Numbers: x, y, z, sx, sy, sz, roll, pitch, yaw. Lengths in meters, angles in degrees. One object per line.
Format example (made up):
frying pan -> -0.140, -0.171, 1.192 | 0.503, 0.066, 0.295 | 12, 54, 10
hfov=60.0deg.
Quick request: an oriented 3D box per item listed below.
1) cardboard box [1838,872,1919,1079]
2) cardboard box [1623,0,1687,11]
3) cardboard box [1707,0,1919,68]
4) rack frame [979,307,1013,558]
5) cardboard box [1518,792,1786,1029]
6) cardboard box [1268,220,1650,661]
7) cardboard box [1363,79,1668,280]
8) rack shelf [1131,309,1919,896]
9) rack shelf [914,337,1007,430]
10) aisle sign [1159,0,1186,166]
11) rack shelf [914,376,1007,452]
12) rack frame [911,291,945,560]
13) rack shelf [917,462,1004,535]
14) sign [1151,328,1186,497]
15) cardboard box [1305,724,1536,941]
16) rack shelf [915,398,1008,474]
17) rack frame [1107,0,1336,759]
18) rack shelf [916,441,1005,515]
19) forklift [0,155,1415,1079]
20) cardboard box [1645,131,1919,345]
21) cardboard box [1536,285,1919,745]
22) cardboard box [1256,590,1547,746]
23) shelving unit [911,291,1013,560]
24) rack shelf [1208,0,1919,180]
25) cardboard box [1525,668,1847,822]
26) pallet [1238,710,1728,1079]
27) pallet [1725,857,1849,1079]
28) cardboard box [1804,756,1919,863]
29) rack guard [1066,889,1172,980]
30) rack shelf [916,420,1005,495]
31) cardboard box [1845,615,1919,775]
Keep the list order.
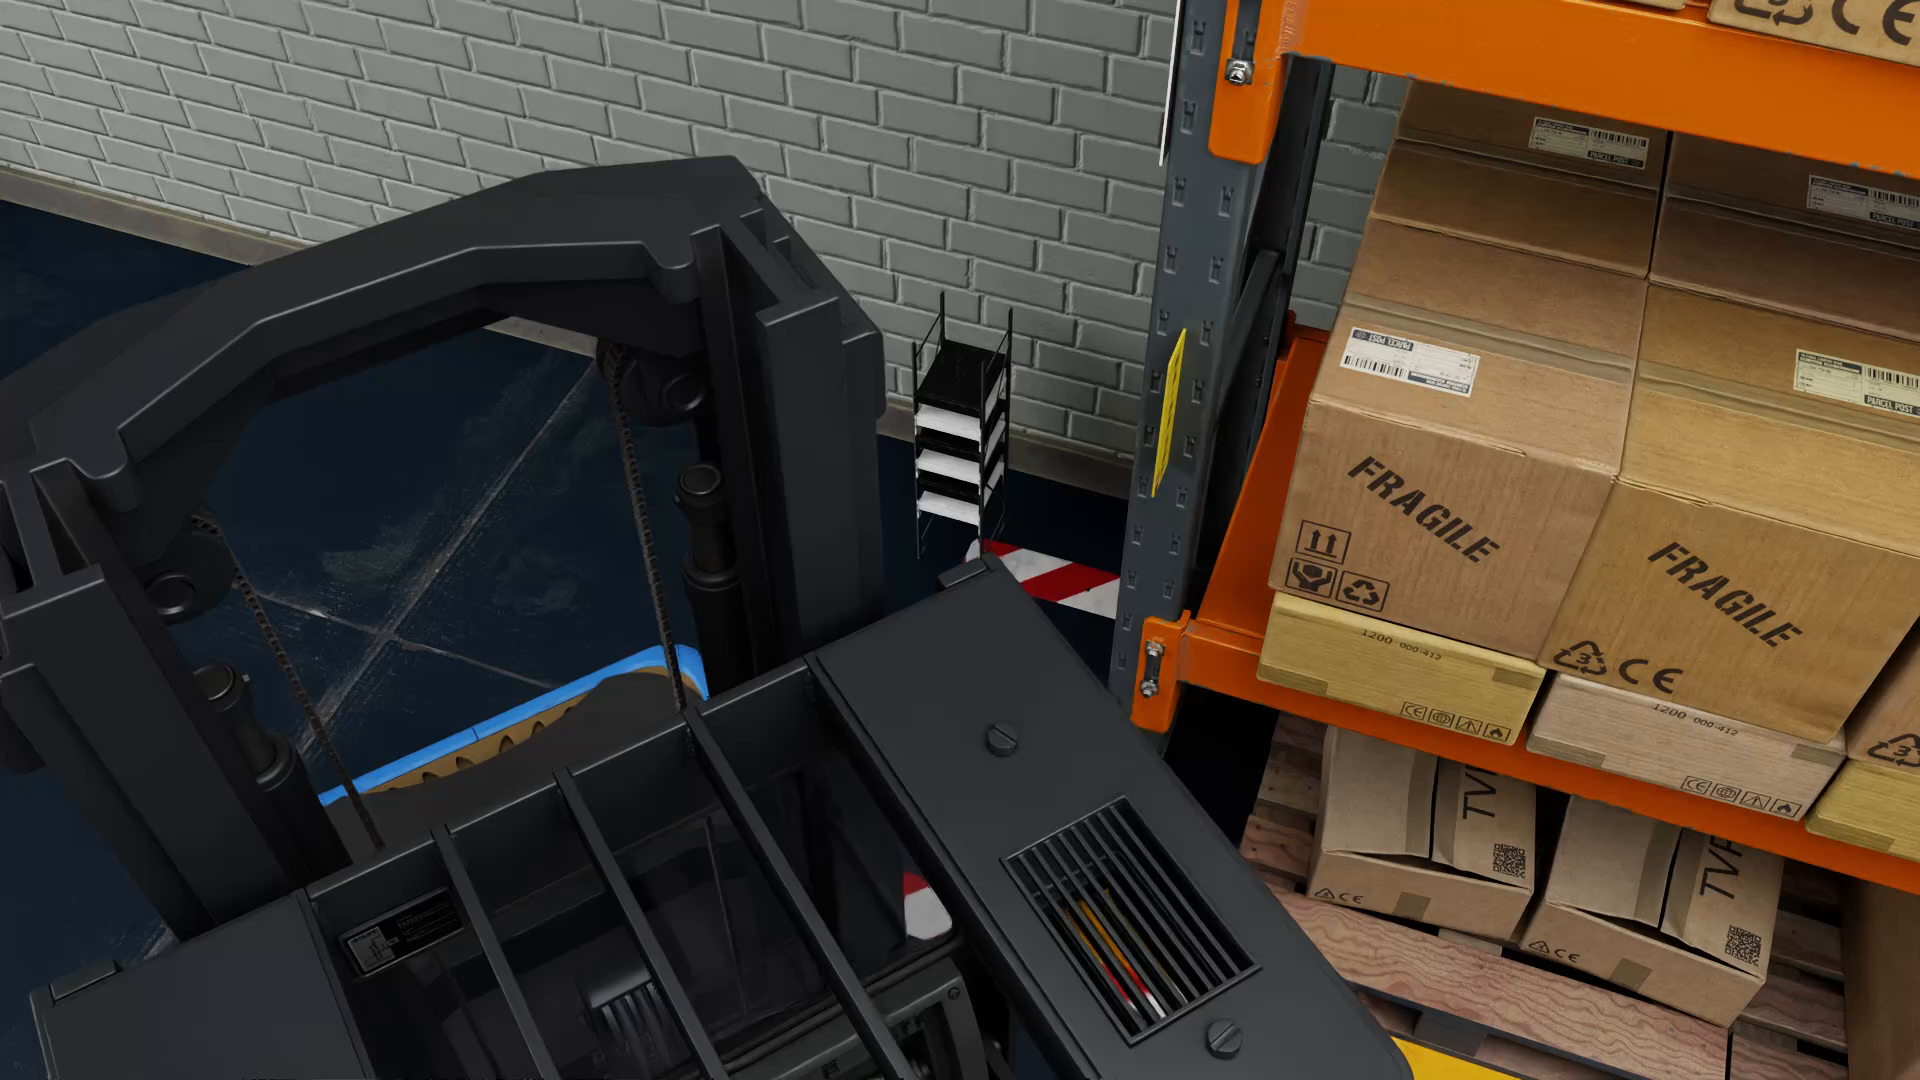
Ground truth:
cardboard box -> 2.373, 0.979, 3.780 | 0.500, 0.500, 0.700 | 13, 50, 11
cardboard box -> 0.776, -1.075, 2.132 | 0.500, 0.500, 0.500 | 17, 51, 14
cardboard box -> 1.268, -0.909, 1.988 | 0.500, 0.500, 0.500 | 19, 52, 16
rack frame -> 0.103, -0.266, 4.885 | 0.006, 0.900, 0.240 | 16, 51, 13
cardboard box -> 1.702, 0.813, 4.049 | 0.500, 0.311, 0.500 | 19, 52, 16
cardboard box -> 0.893, -0.183, 3.013 | 0.500, 0.500, 0.500 | 16, 51, 13
cardboard box -> 1.065, -0.548, 3.330 | 0.500, 0.500, 0.500 | 15, 51, 13
rack shelf -> 2.425, 0.441, 3.358 | 4.000, 0.370, 1.077 | 16, 51, 13
rack shelf -> 0.007, -0.448, 4.729 | 0.200, 0.077, 0.258 | 16, 51, 13
aisle sign -> 0.378, -0.976, 2.390 | 0.004, 0.787, 0.394 | 16, 51, 13
rack shelf -> 0.007, -0.389, 4.797 | 0.200, 0.077, 0.258 | 16, 51, 13
rack frame -> -0.088, -0.319, 4.931 | 0.006, 0.900, 0.240 | 16, 51, 13
rack shelf -> 0.008, -0.153, 5.069 | 0.200, 0.077, 0.258 | 16, 51, 13
sign -> 0.361, -0.217, 2.880 | 0.005, 0.325, 0.100 | 16, 51, 13
cardboard box -> 1.167, 0.664, 4.178 | 0.500, 0.311, 0.500 | 10, 50, 9
rack shelf -> 0.007, -0.330, 4.865 | 0.200, 0.077, 0.258 | 16, 51, 13
rack frame -> 0.549, -0.318, 3.541 | 0.127, 3.000, 1.000 | 16, 51, 13
rack shelf -> 0.007, -0.212, 5.001 | 0.200, 0.077, 0.258 | 16, 51, 13
forklift -> -0.265, 1.092, 2.364 | 1.130, 2.935, 3.031 | -24, 53, -20
cardboard box -> 1.534, -0.409, 3.210 | 0.500, 0.500, 0.500 | 16, 51, 14
cardboard box -> 1.353, -0.046, 2.895 | 0.500, 0.500, 0.500 | 16, 51, 13
cardboard box -> 0.897, 0.078, 3.284 | 0.500, 0.250, 0.500 | 14, 51, 12
shelving unit -> 0.007, -0.293, 4.908 | 0.210, 0.900, 0.258 | 16, 51, 13
rack shelf -> 2.425, -0.541, 2.225 | 4.000, 0.370, 1.077 | 16, 51, 13
cardboard box -> 1.389, 0.203, 3.175 | 0.500, 0.250, 0.500 | 14, 51, 12
pallet -> 1.370, 0.853, 4.371 | 1.213, 0.211, 1.003 | 16, 51, 13
pallet -> 2.511, 1.174, 4.093 | 1.213, 0.211, 1.003 | 16, 51, 13
cardboard box -> 1.865, 0.341, 3.055 | 0.500, 0.250, 0.500 | 15, 51, 13
rack guard -> 0.621, 0.521, 4.468 | 0.348, 0.500, 1.175 | 16, 51, 13
rack shelf -> 0.007, -0.271, 4.933 | 0.200, 0.077, 0.258 | 16, 51, 13
cardboard box -> 1.836, 0.093, 2.774 | 0.500, 0.500, 0.500 | 14, 51, 12
